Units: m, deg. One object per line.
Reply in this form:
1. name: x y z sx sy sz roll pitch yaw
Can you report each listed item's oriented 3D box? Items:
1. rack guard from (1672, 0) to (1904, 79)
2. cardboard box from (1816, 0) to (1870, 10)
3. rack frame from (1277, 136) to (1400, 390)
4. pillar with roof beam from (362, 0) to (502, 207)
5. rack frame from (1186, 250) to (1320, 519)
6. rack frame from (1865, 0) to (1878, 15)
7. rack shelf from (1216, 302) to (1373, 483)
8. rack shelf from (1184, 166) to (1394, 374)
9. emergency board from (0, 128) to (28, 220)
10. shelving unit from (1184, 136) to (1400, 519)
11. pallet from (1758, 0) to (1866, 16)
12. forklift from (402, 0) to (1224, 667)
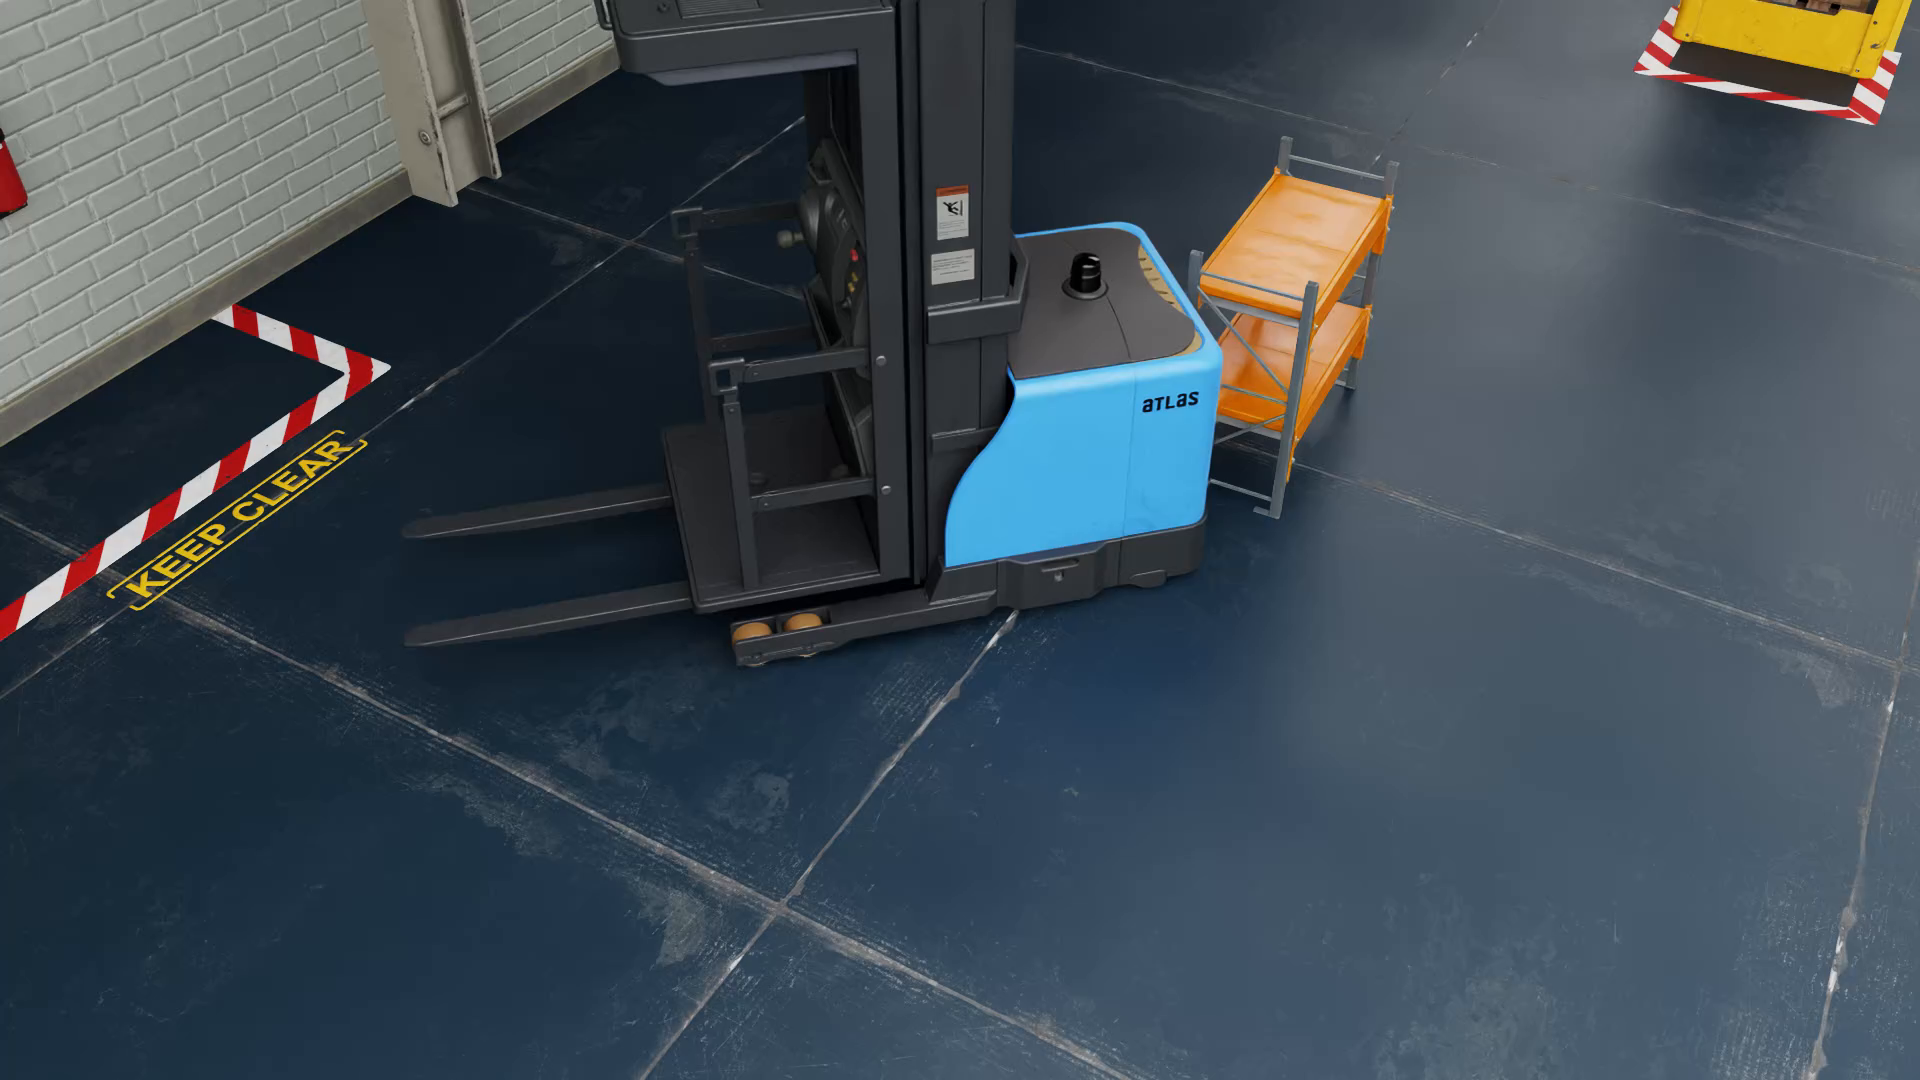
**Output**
1. rack guard: 4.976 -3.196 10.001 1.175 0.500 0.348 21 45 22
2. cardboard box: 5.449 -3.506 10.225 0.500 0.250 0.500 21 45 22
3. rack frame: 1.569 -1.187 7.247 0.500 1.125 0.032 19 45 20
4. pillar with roof beam: 1.023 -3.865 4.330 9.100 9.000 0.400 21 45 22
5. rack frame: 1.096 -0.592 6.572 0.500 1.125 0.032 19 45 20
6. rack frame: 4.988 -4.147 9.190 1.000 3.000 0.127 21 45 22
7. rack shelf: 1.333 -0.706 7.071 0.538 0.278 1.000 19 45 20
8. rack shelf: 1.333 -1.109 6.716 0.538 0.278 1.000 19 45 20
9. emergency board: -3.974 -1.636 6.338 0.194 1.169 0.643 21 45 22
10. shelving unit: 1.333 -0.890 6.909 0.538 1.125 1.048 19 45 20
11. pallet: 5.334 -3.552 10.624 1.003 0.211 1.213 21 45 22
12. forklift: -0.619 -1.017 5.687 3.031 2.935 1.130 -10 42 -11
